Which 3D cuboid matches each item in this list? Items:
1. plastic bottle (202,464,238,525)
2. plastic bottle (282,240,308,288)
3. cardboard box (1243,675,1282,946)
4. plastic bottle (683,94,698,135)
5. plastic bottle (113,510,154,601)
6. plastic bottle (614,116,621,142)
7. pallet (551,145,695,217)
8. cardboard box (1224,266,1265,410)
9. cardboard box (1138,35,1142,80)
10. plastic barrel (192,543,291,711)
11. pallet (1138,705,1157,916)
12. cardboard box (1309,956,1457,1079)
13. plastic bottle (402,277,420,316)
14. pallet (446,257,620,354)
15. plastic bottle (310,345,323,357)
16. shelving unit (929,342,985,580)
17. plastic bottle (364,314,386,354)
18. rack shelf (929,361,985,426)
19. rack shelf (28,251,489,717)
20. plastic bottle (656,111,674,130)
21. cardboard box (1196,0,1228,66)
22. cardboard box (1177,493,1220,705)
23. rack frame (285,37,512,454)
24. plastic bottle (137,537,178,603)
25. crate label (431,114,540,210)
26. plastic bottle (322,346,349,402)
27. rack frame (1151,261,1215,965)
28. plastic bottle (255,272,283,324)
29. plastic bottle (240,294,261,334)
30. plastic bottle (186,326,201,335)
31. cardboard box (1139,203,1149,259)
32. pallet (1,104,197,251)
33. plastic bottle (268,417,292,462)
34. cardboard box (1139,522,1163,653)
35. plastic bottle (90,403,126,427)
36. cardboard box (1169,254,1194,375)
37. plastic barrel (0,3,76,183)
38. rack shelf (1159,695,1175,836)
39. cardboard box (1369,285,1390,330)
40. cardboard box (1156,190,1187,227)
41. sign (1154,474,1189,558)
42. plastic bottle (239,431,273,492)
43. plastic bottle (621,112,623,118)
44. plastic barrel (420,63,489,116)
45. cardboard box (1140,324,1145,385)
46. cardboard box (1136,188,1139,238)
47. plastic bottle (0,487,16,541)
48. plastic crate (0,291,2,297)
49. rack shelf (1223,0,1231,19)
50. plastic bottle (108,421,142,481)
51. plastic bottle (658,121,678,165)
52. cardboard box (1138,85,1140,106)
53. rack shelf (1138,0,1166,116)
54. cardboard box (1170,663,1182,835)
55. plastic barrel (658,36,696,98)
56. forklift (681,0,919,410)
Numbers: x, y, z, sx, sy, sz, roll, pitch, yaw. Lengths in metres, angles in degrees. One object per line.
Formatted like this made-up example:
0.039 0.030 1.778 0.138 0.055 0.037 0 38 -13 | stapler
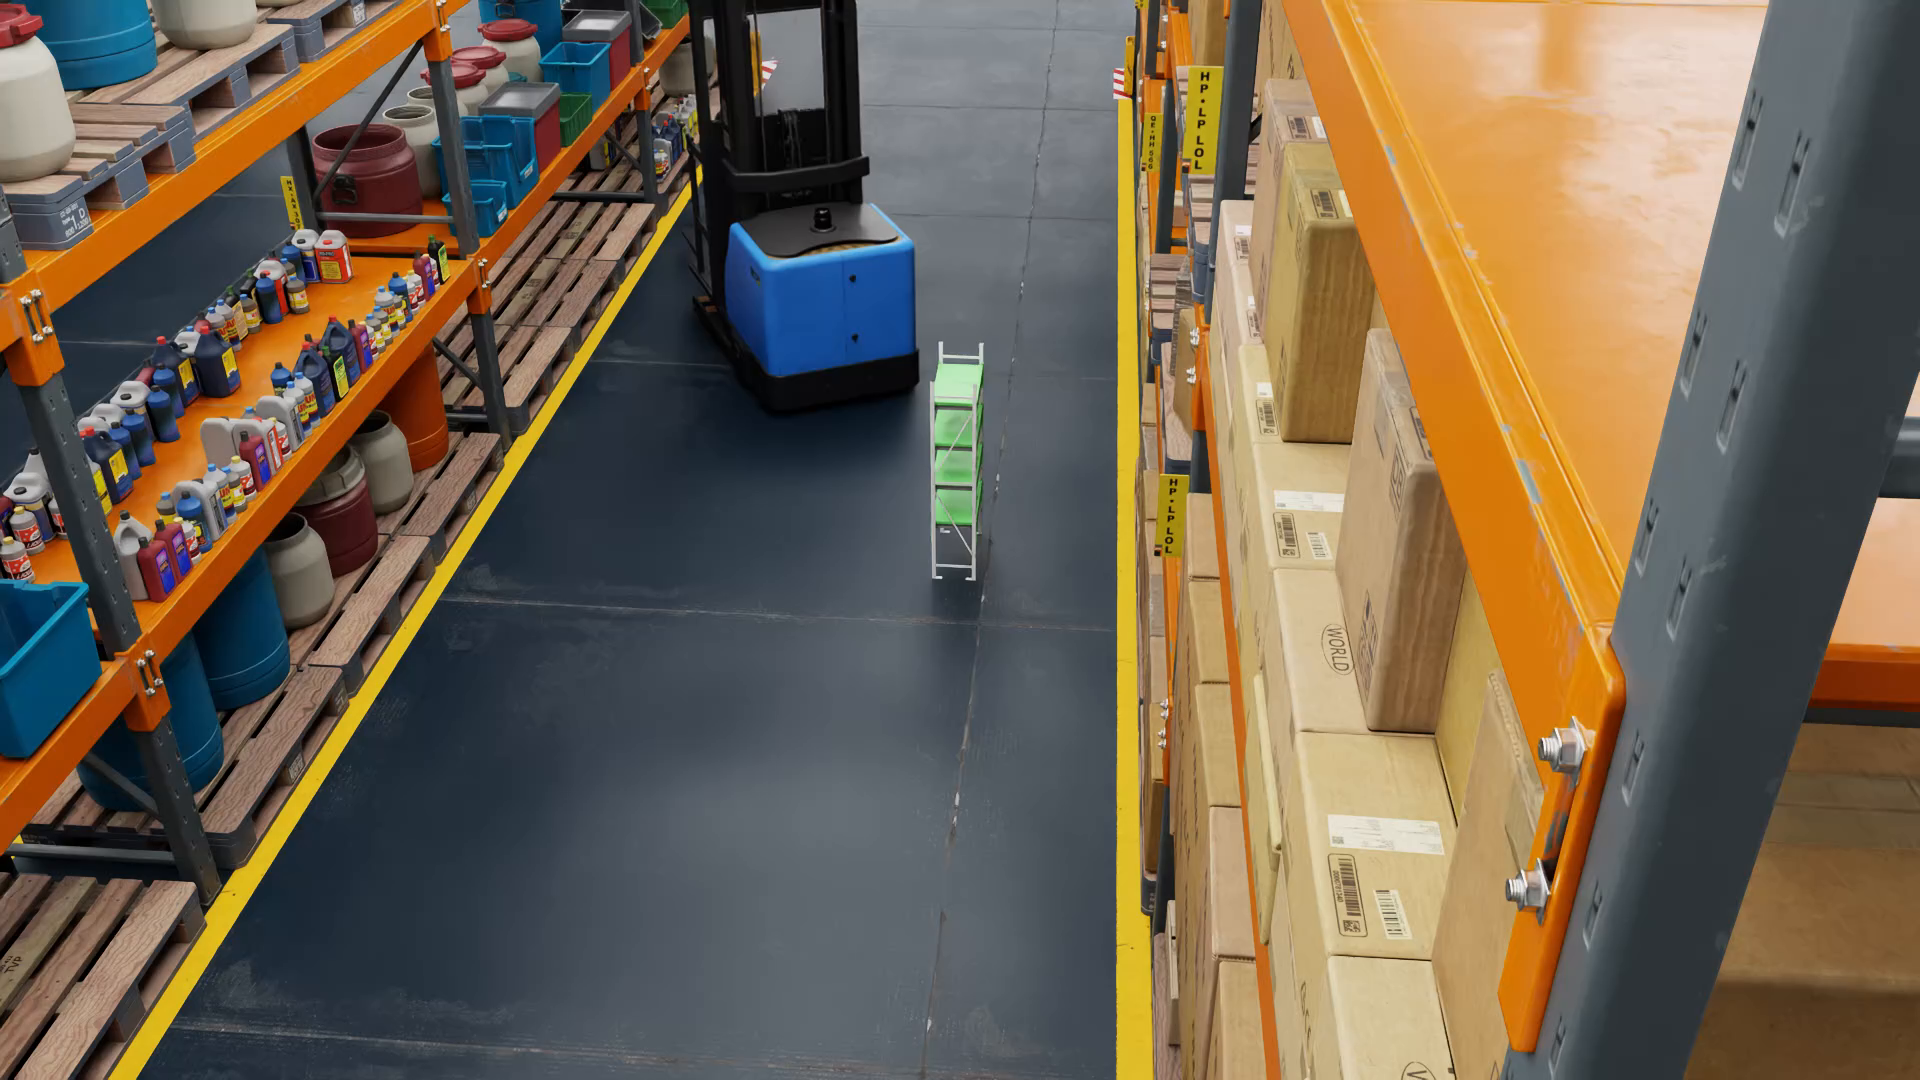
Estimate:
-3.175 -0.201 7.120 0.097 0.271 0.097 0 32 0 | plastic bottle
-3.727 -1.544 9.300 0.097 0.271 0.097 0 32 0 | plastic bottle
0.811 0.510 3.128 0.500 0.250 0.500 2 32 4 | cardboard box
-2.463 -3.845 15.016 0.144 0.351 0.185 4 32 6 | plastic bottle
-3.304 0.050 6.637 0.144 0.351 0.185 2 32 4 | plastic bottle
-3.077 -3.692 14.833 0.061 0.283 0.133 2 32 4 | plastic bottle
-2.911 -3.125 14.400 1.003 0.211 1.213 2 32 4 | pallet
0.952 -0.487 4.268 0.500 0.250 0.500 2 32 4 | cardboard box
1.951 -4.636 15.699 0.500 0.500 0.500 2 32 4 | cardboard box
-3.540 0.281 7.815 0.600 0.901 0.708 2 32 4 | plastic barrel
1.307 1.194 7.391 1.003 0.211 1.213 2 32 4 | pallet
0.740 0.820 2.148 0.500 0.250 0.500 2 32 4 | cardboard box
-2.995 -1.326 9.012 0.097 0.201 0.097 0 32 0 | plastic bottle
-3.129 -1.724 12.126 1.003 0.211 1.213 2 32 4 | pallet
-3.120 -0.830 8.130 0.061 0.283 0.133 2 32 4 | plastic bottle
-0.013 -0.424 9.075 0.258 1.200 0.503 2 32 4 | shelving unit
-3.035 -1.071 8.599 0.097 0.201 0.097 0 32 0 | plastic bottle
-0.013 -0.778 8.857 0.258 0.148 0.480 2 32 4 | rack shelf
-3.496 -0.519 8.199 1.077 0.370 4.000 2 32 4 | rack shelf
-2.628 -3.709 14.866 0.152 0.276 0.135 2 32 4 | plastic bottle
1.518 -2.209 7.301 0.910 0.500 0.500 2 32 4 | cardboard box
0.959 0.200 5.298 0.500 0.500 0.500 3 32 5 | cardboard box
-3.333 -1.871 9.707 1.000 3.000 0.127 2 32 4 | rack frame
-3.204 0.097 6.626 0.061 0.283 0.133 2 32 4 | plastic bottle
-2.983 -2.394 10.522 0.502 0.435 0.616 2 32 4 | crate label
-3.060 -0.828 8.125 0.061 0.283 0.133 2 32 4 | plastic bottle
1.278 0.434 5.967 1.000 3.000 0.127 2 32 4 | rack frame
-3.704 -1.300 8.903 0.097 0.271 0.097 0 32 0 | plastic bottle
-3.776 -1.203 8.812 0.097 0.201 0.097 0 32 0 | plastic bottle
-3.821 -0.940 8.320 0.097 0.271 0.097 0 32 0 | plastic bottle
1.560 -2.258 12.022 0.500 0.311 0.500 1 32 2 | cardboard box
-3.692 -1.390 6.248 1.213 0.211 1.003 2 32 4 | pallet
-3.129 -0.464 7.614 0.097 0.201 0.097 0 32 0 | plastic bottle
1.162 0.254 8.222 0.500 0.500 0.500 1 32 2 | cardboard box
-3.867 -0.472 7.555 0.152 0.276 0.135 2 32 4 | plastic bottle
1.400 -1.075 7.919 0.700 0.500 0.500 8 33 13 | cardboard box
-3.366 -1.558 5.810 0.433 0.535 0.433 0 32 0 | plastic barrel
1.115 1.786 4.459 1.077 0.370 4.000 2 32 4 | rack shelf
1.171 -0.270 3.202 0.700 0.500 0.500 2 32 4 | cardboard box
1.401 -2.033 10.209 0.380 0.149 0.250 2 32 4 | cardboard box
0.725 -0.081 5.698 0.100 0.325 0.005 2 32 4 | sign
-3.131 -0.368 7.379 0.061 0.283 0.133 2 32 4 | plastic bottle
-3.176 -4.033 15.385 0.061 0.283 0.133 3 32 5 | plastic bottle
-3.399 -2.920 11.279 0.433 0.535 0.433 0 32 0 | plastic barrel
1.442 -1.221 10.873 0.500 0.250 0.500 2 32 3 | cardboard box
1.650 -2.557 13.041 0.500 0.250 0.500 2 32 3 | cardboard box
-3.975 -0.073 6.900 0.061 0.283 0.133 2 32 4 | plastic bottle
-3.392 -0.732 5.202 0.450 0.188 0.662 2 32 4 | plastic crate
1.441 -2.689 6.384 1.077 0.370 4.000 2 32 4 | rack shelf
-3.752 -0.404 7.449 0.097 0.271 0.097 0 32 0 | plastic bottle
-2.528 -3.427 14.337 0.144 0.351 0.185 3 32 5 | plastic bottle
1.911 -4.055 15.472 0.500 0.250 0.500 2 32 4 | cardboard box
2.092 -4.489 14.641 1.077 0.370 4.000 2 32 4 | rack shelf
0.965 0.646 5.527 0.500 0.500 0.500 3 32 5 | cardboard box
-2.700 -4.564 16.049 0.421 0.512 0.421 0 32 0 | plastic barrel
-1.304 -2.847 11.357 1.130 2.935 3.031 -12 34 -19 | forklift
